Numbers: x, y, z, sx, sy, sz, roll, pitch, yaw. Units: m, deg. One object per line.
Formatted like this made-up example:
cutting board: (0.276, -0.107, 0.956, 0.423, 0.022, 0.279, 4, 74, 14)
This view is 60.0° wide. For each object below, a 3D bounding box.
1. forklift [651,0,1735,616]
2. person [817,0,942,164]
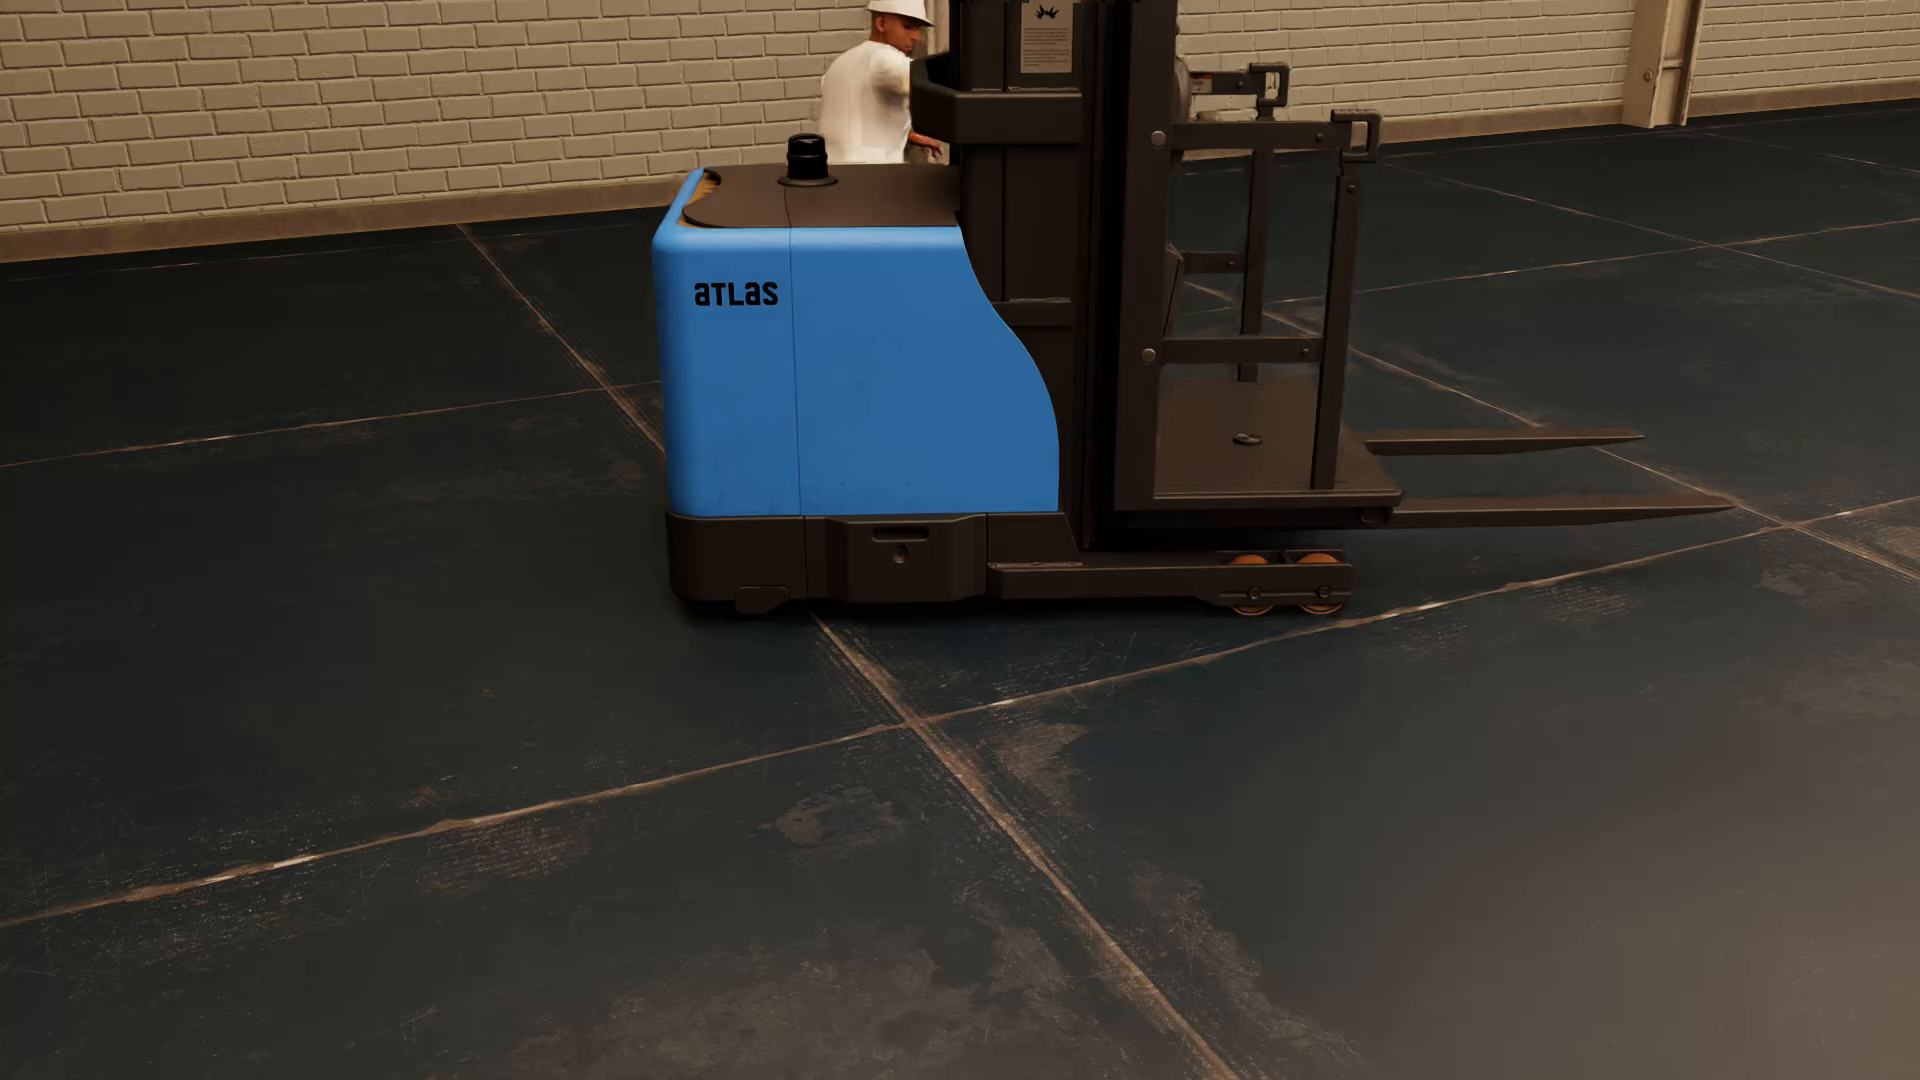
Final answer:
forklift: (0.694, -1.346, 4.526, 3.031, 2.935, 1.130, -1, 23, -2)
person: (-0.183, -1.513, 6.836, 0.837, 1.477, 0.991, 18, 29, 37)
